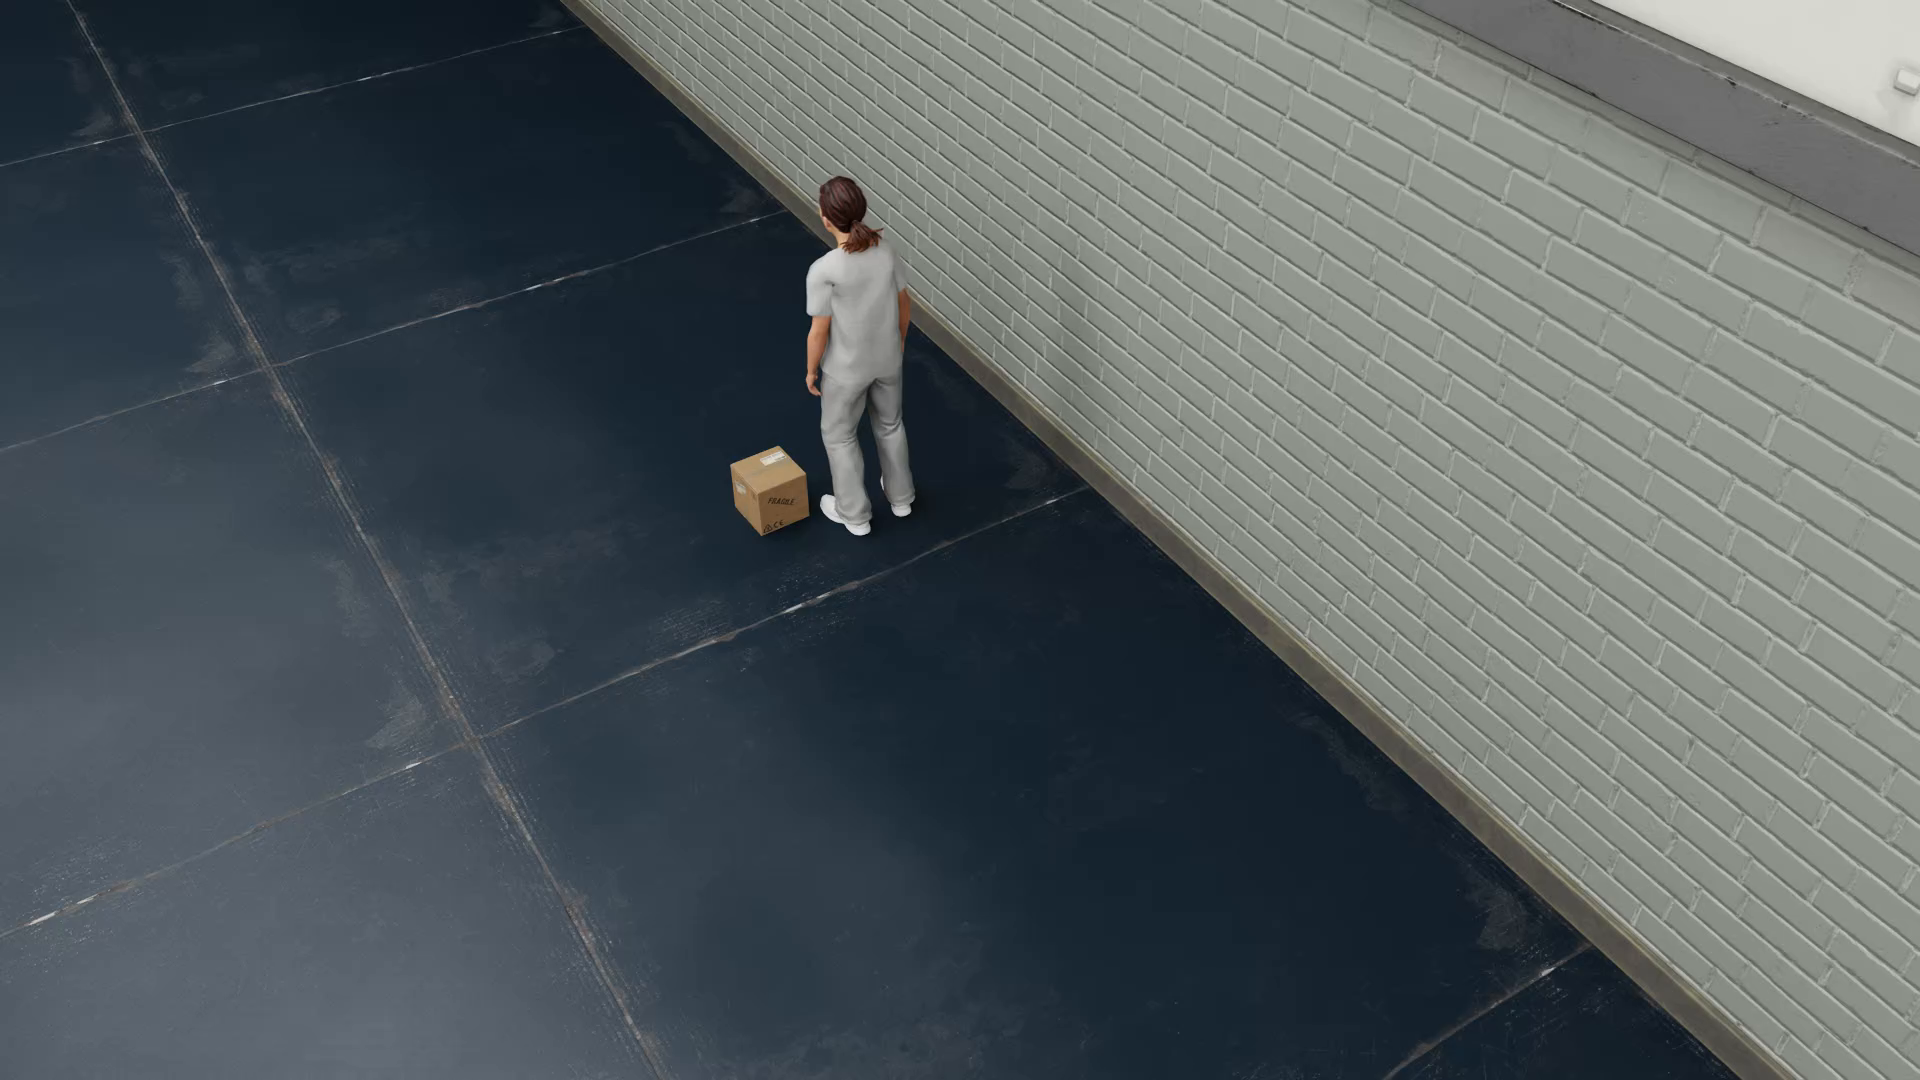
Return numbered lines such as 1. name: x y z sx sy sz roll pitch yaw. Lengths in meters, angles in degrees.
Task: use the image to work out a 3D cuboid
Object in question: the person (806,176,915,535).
1. person: -0.427 -0.740 7.040 0.488 1.636 0.355 -23 46 -24
